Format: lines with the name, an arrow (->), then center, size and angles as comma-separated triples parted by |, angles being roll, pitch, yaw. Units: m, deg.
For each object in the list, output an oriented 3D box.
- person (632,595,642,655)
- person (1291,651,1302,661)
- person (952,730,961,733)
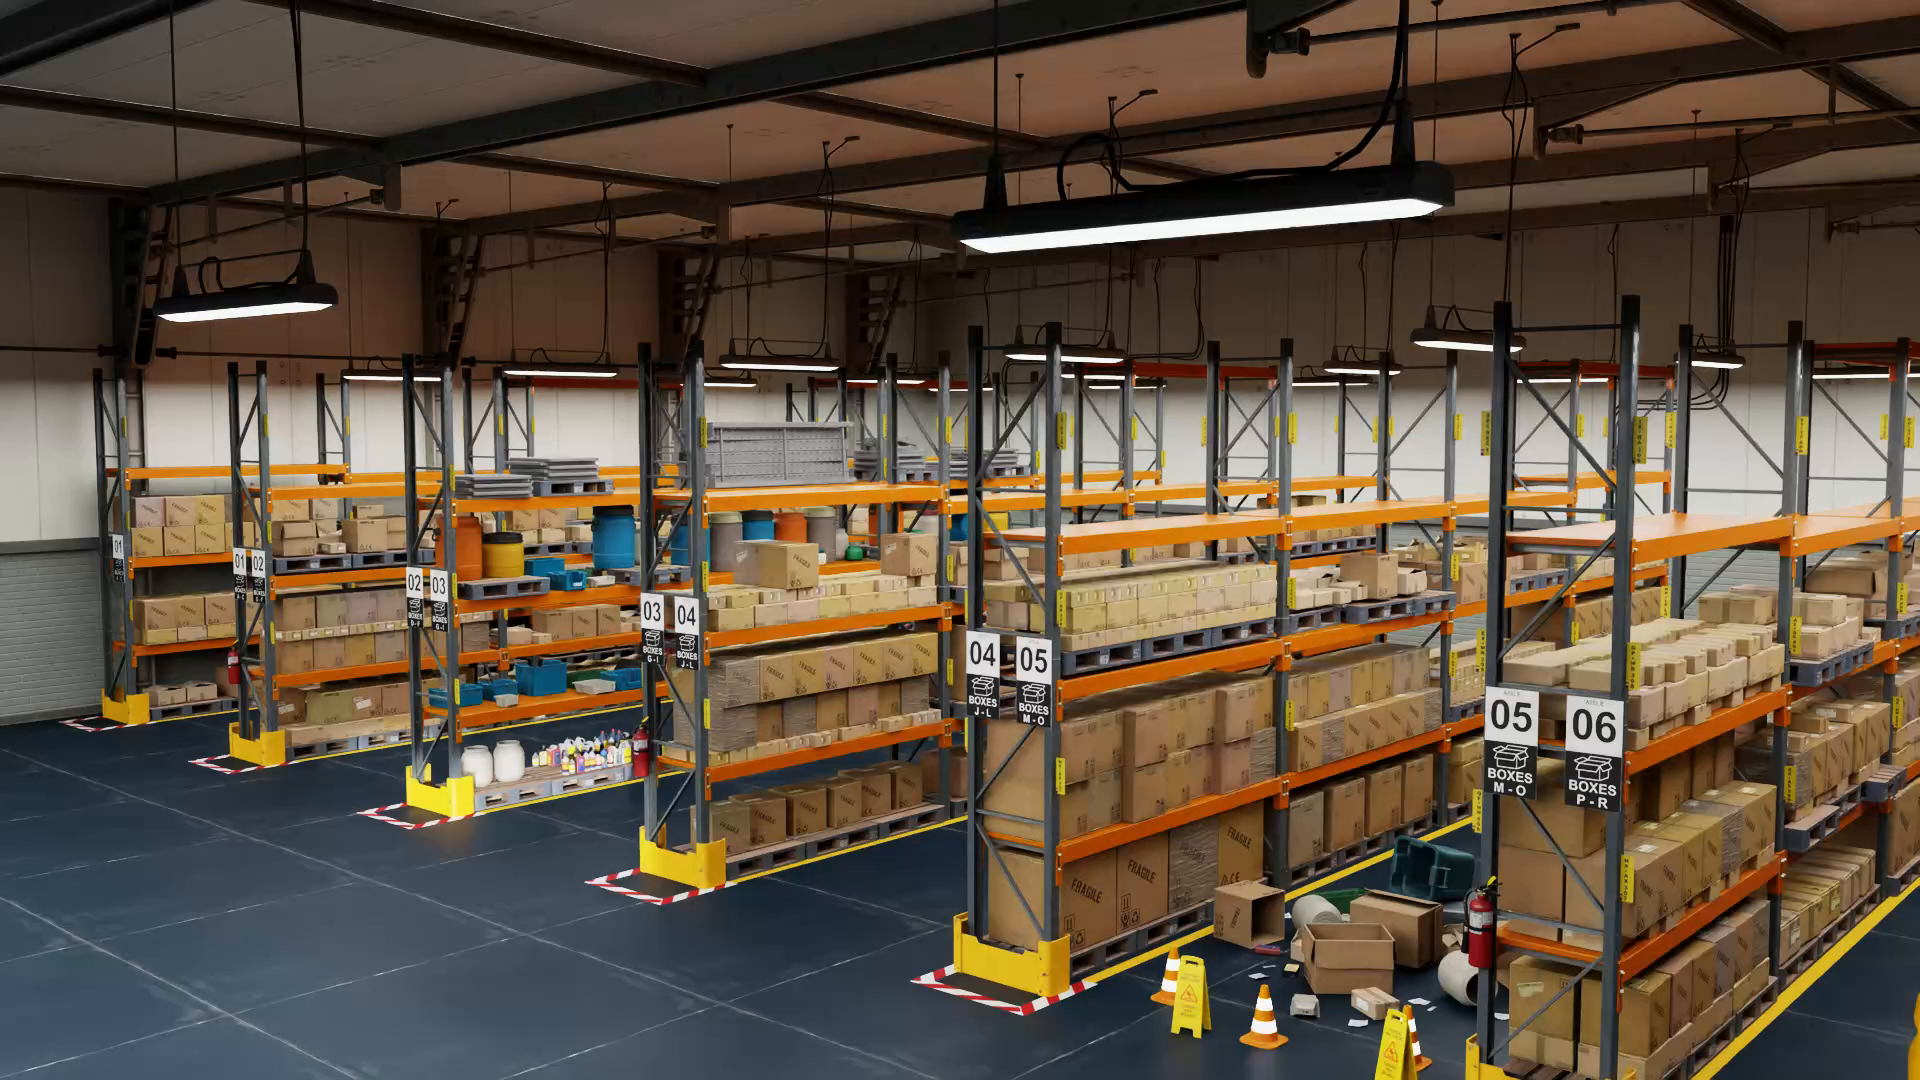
person -> -6.096, 1.927, 32.585 | 0.657, 1.741, 0.547 | -2, 5, -23
person -> 5.015, 2.469, 25.483 | 0.542, 1.671, 0.477 | 0, 4, 2
person -> -0.165, 2.275, 27.010 | 0.501, 1.783, 0.536 | -1, 4, -7
